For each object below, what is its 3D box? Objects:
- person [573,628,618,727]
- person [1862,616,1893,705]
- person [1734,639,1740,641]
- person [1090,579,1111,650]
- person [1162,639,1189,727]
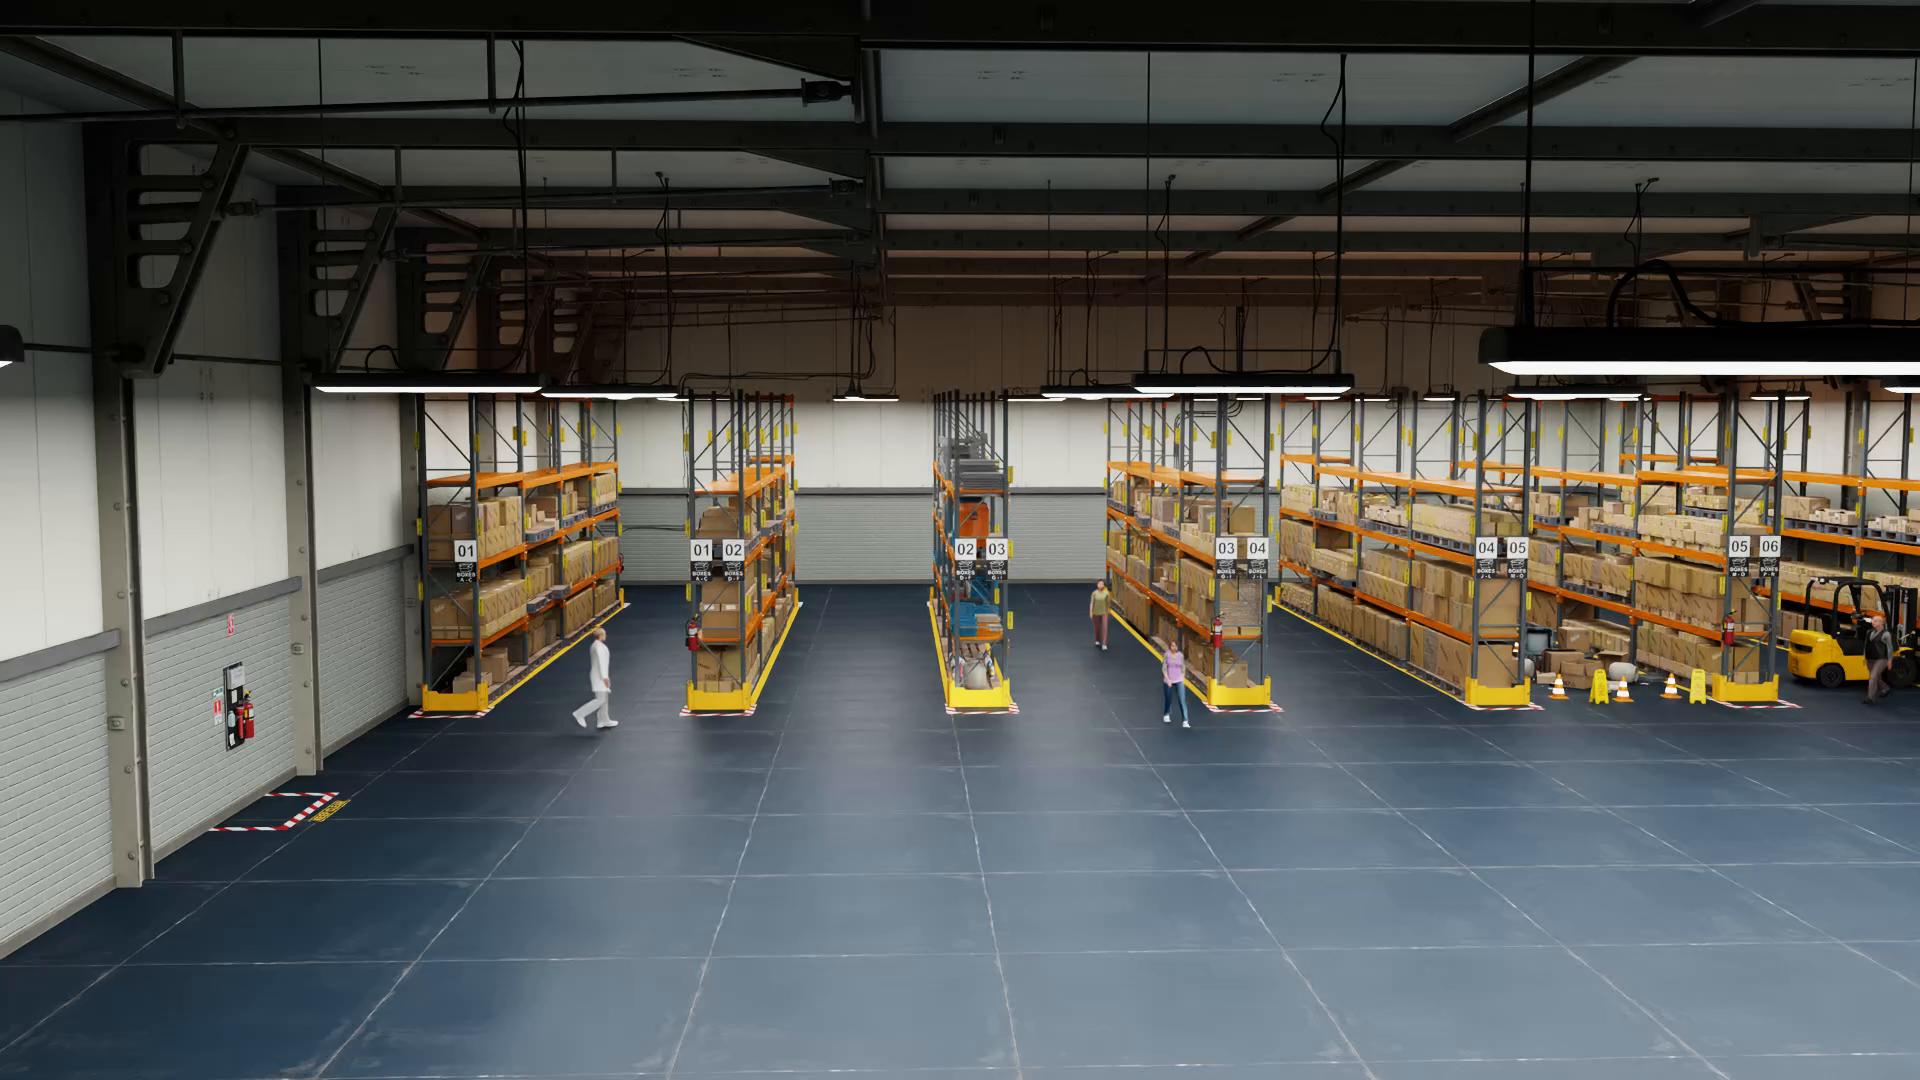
[{"bbox_3d":[-6.427,2.434,29.274,0.810,1.770,0.592,-2,5,-20],"label":"person"},{"bbox_3d":[17.560,2.287,31.788,0.993,1.680,0.543,-2,5,-25],"label":"person"},{"bbox_3d":[16.870,1.922,36.200,0.602,1.713,0.772,-1,5,-13],"label":"person"},{"bbox_3d":[3.292,1.722,38.915,0.515,1.604,1.060,0,5,0],"label":"person"},{"bbox_3d":[3.846,2.530,29.641,0.488,1.550,0.740,1,5,9],"label":"person"}]
